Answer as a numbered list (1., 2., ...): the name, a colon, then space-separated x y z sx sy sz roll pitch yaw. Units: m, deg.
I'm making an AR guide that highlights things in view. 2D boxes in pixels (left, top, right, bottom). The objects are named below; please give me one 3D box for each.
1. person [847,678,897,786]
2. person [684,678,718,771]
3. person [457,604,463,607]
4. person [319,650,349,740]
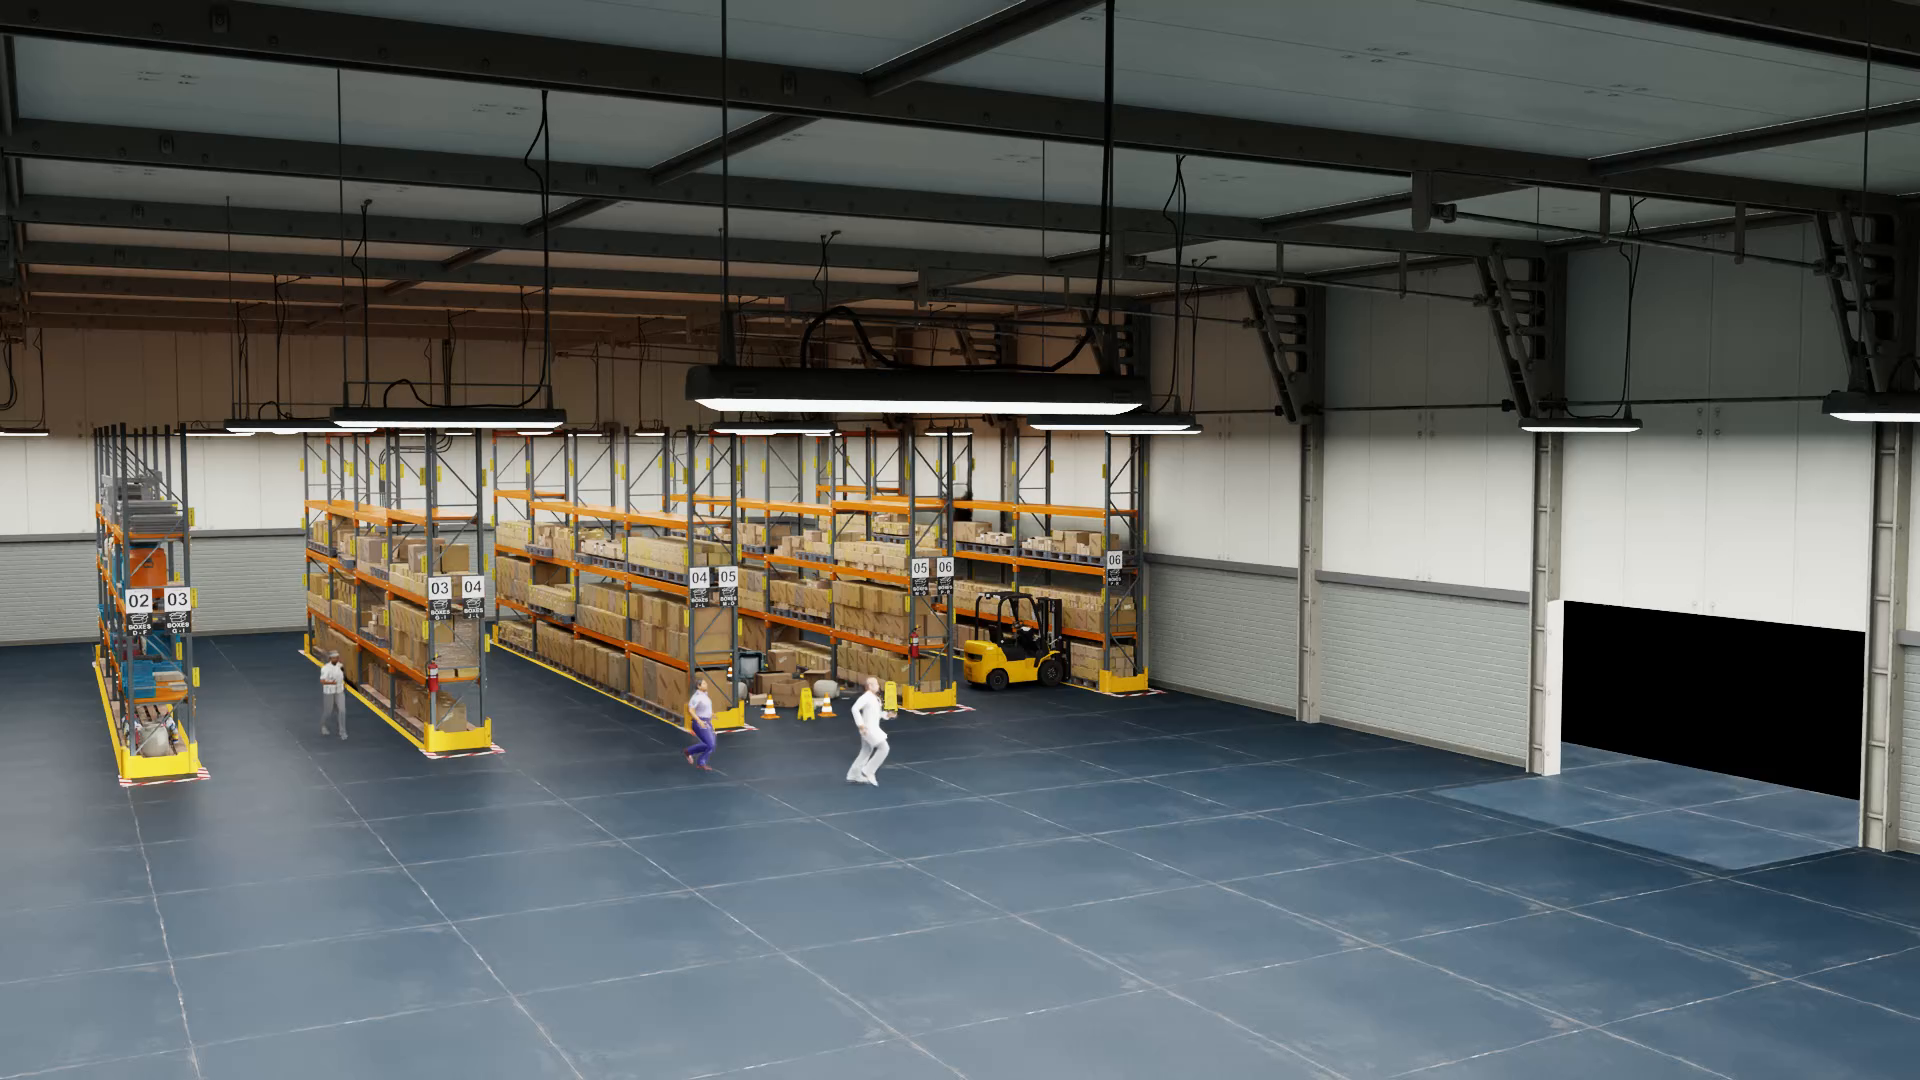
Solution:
1. person: -1.461 3.172 27.554 0.854 1.785 0.672 0 3 2
2. person: -4.482 3.198 28.769 0.550 1.596 0.615 0 3 7
3. person: -13.687 2.154 45.237 0.660 1.767 0.726 0 3 -8
4. person: -12.018 2.943 31.869 0.539 1.705 0.899 -3 5 -42
